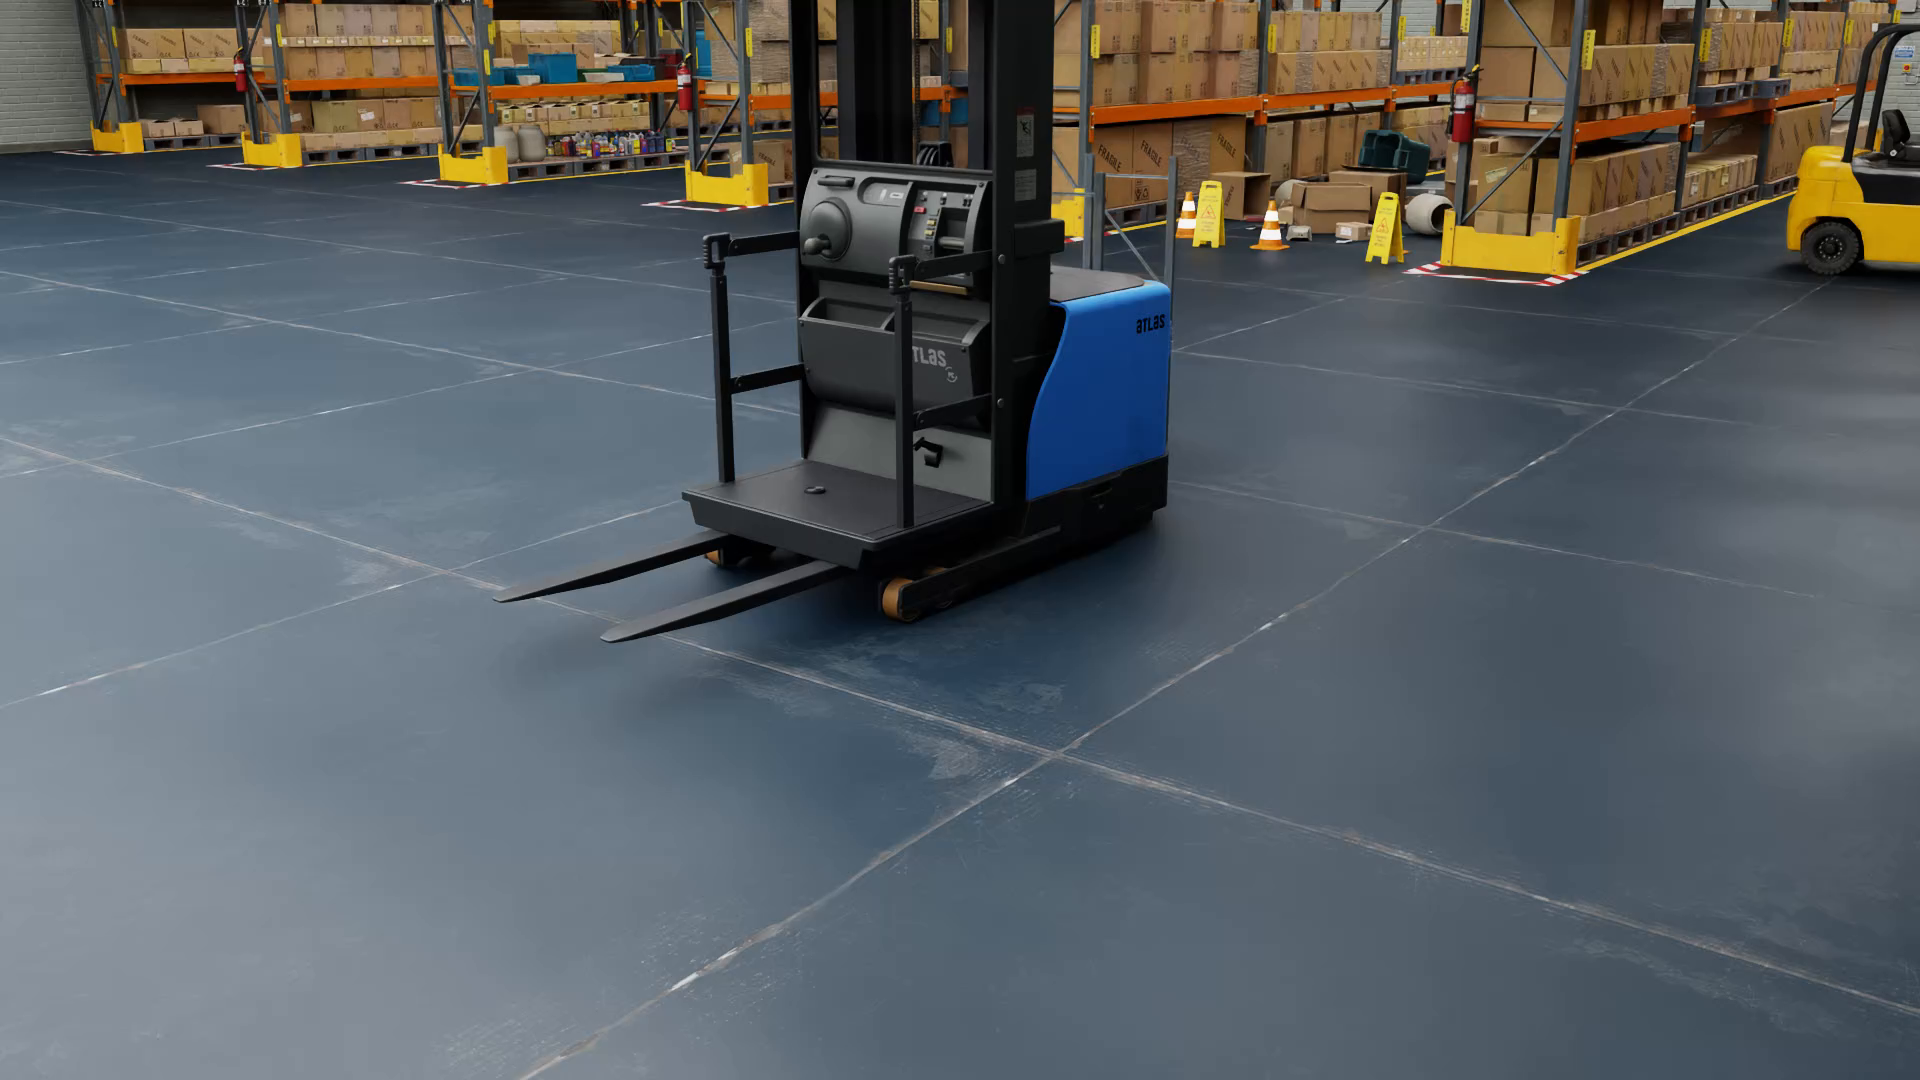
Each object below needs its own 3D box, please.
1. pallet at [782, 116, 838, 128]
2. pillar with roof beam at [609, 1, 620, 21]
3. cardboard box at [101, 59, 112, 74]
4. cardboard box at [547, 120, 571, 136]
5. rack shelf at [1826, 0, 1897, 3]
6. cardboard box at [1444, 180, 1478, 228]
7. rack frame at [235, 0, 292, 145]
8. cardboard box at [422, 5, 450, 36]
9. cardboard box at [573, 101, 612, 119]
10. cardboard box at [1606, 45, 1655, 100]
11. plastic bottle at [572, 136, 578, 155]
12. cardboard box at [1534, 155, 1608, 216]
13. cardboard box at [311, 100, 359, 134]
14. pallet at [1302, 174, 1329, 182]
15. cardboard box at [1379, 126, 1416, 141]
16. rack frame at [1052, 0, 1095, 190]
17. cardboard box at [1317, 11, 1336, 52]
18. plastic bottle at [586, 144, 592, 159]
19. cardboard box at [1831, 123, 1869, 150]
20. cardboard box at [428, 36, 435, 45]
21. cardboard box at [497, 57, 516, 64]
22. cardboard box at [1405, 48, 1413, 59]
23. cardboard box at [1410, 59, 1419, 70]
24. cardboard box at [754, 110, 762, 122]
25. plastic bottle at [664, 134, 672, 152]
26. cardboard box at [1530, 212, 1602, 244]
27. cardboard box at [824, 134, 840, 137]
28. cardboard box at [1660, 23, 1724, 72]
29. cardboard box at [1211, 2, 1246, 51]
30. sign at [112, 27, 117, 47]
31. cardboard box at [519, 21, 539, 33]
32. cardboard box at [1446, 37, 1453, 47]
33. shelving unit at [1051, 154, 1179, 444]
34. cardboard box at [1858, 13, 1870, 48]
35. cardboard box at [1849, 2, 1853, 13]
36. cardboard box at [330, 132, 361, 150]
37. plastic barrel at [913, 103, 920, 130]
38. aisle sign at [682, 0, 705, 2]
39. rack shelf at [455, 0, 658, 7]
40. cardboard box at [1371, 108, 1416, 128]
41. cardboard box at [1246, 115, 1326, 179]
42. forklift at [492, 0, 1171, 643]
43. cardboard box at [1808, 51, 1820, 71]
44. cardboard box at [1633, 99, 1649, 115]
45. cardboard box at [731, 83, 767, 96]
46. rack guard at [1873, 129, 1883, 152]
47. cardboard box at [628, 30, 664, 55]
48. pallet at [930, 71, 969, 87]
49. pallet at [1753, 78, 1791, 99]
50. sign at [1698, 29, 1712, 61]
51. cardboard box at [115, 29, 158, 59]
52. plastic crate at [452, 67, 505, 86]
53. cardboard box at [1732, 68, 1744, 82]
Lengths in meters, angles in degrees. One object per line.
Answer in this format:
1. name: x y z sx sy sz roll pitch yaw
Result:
1. pallet: -3.369 -9.109 36.221 1.003 0.211 1.213 12 21 35
2. pillar with roof beam: -4.580 -13.576 35.786 9.100 9.000 0.400 12 21 35
3. cardboard box: -14.787 -8.377 29.381 0.500 0.250 0.500 13 21 35
4. cardboard box: -7.494 -7.557 30.449 0.500 0.250 0.500 12 21 33
5. rack shelf: 13.325 -8.340 25.198 1.077 0.370 4.000 12 21 35
6. cardboard box: 5.636 -3.662 18.189 0.500 0.500 0.500 -4 18 -13
7. rack frame: -10.929 -7.419 26.077 1.000 3.000 0.127 12 21 35
8. cardboard box: -9.105 -8.812 28.206 0.700 0.500 0.500 12 21 35
9. cardboard box: -6.884 -8.067 31.146 0.500 0.311 0.500 12 21 34
10. cardboard box: 6.394 -4.538 16.130 0.500 0.500 0.500 12 21 34
11. plastic bottle: -5.956 -6.055 25.537 0.152 0.276 0.135 12 21 33
12. cardboard box: 5.700 -3.311 15.512 0.500 0.500 0.500 12 21 33
13. cardboard box: -10.134 -6.873 26.981 0.500 0.500 0.500 12 21 35
14. pallet: 4.457 -4.877 22.593 1.003 0.211 1.213 12 21 35
15. cardboard box: 6.341 -5.803 24.379 0.500 0.500 0.500 11 21 32
16. rack frame: 0.948 -4.767 17.537 1.000 3.000 0.127 12 21 35
17. cardboard box: 4.531 -6.728 21.996 0.700 0.500 0.500 12 21 34
18. plastic bottle: -5.561 -5.818 24.898 0.097 0.201 0.097 0 17 0
19. cardboard box: 13.665 -6.310 26.118 0.875 0.438 0.875 13 22 36
20. cardboard box: -8.994 -8.443 28.111 0.380 0.149 0.250 12 21 35
21. cardboard box: -8.169 -8.550 29.944 0.396 0.266 0.258 12 21 33
22. cardboard box: 6.324 -7.040 24.070 0.380 0.149 0.250 14 22 37
23. cardboard box: 6.464 -6.952 24.289 0.380 0.149 0.250 14 22 37
24. cardboard box: -4.443 -8.890 34.286 0.500 0.500 0.500 13 21 35
25. plastic bottle: -4.591 -6.236 26.104 0.061 0.283 0.133 14 22 37
26. cardboard box: 5.686 -2.947 15.605 0.500 0.250 0.500 12 21 34
27. cardboard box: -1.504 -5.240 22.565 0.500 0.500 0.500 10 20 30
28. cardboard box: 7.877 -5.321 17.941 0.500 0.500 0.500 13 22 36
29. cardboard box: 2.850 -6.074 19.672 0.875 0.550 0.550 12 21 35
30. sign: -14.473 -8.611 28.456 0.100 0.325 0.005 12 21 35
31. cardboard box: -9.345 -10.947 35.470 0.500 0.250 0.500 12 21 34
32. cardboard box: 7.238 -7.550 25.210 0.380 0.149 0.250 11 21 32
33. shelving unit: 0.659 -1.128 8.348 0.538 1.500 1.048 8 19 25
34. cardboard box: 13.232 -7.610 24.837 0.500 0.500 0.500 13 21 36
35. cardboard box: 12.670 -7.703 24.043 0.380 0.149 0.250 13 21 35
36. cardboard box: -10.136 -6.515 27.093 0.500 0.250 0.500 12 21 35
37. plastic barrel: -0.971 -8.000 31.433 0.421 0.512 0.421 0 17 0
38. aisle sign: -3.253 -6.948 20.175 0.394 0.787 0.004 12 21 35
39. rack shelf: -7.354 -9.937 30.341 1.077 0.370 4.000 12 21 35
40. cardboard box: 6.320 -6.159 24.262 0.500 0.250 0.500 11 21 32
41. cardboard box: 4.207 -5.239 22.142 1.050 0.750 0.750 12 21 35
42. forklift: -0.406 -1.260 6.358 1.130 2.935 3.031 14 22 38
43. cardboard box: 11.179 -6.424 22.283 0.500 0.250 0.500 13 21 36
44. cardboard box: 6.517 -4.253 16.305 0.380 0.149 0.250 13 21 35
45. cardboard box: -2.614 -5.574 20.557 0.380 0.149 0.250 12 21 35
46. rack guard: 14.531 -6.539 27.459 1.175 0.500 0.348 12 21 35
47. cardboard box: -7.423 -11.421 38.459 0.980 0.700 0.700 13 21 36
48. pallet: -0.020 -6.685 24.037 1.003 0.211 1.213 12 21 35
49. pallet: 9.411 -5.542 20.355 1.213 0.211 1.003 12 21 35
50. sign: 7.807 -5.189 17.435 0.100 0.325 0.005 12 21 35
51. cardboard box: -14.383 -8.650 28.996 0.500 0.500 0.500 12 21 35
52. plastic crate: -6.895 -6.644 23.832 0.499 0.251 0.616 12 21 35
53. cardboard box: 8.749 -5.331 19.069 0.380 0.149 0.250 13 22 37
